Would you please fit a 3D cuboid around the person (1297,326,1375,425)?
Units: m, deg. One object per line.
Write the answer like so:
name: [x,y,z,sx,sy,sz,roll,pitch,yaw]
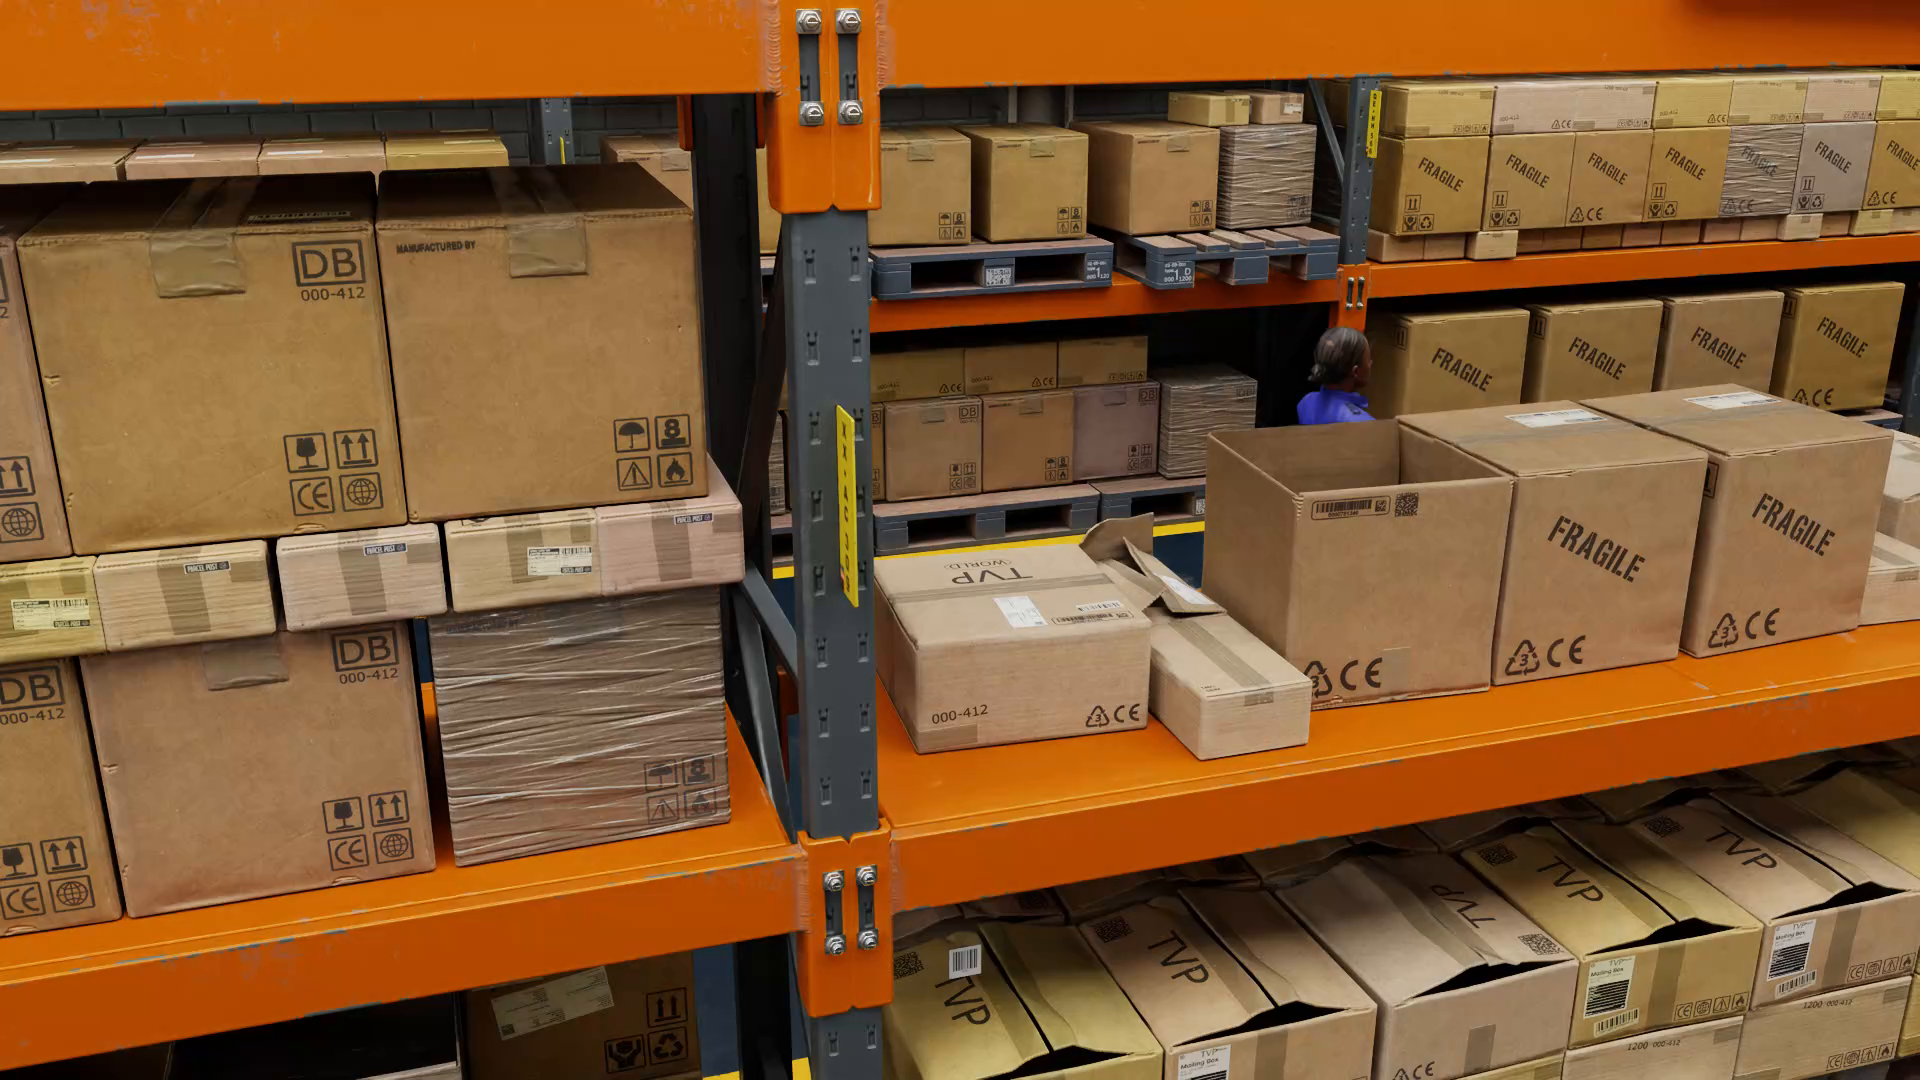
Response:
person: [1.447,0.040,5.979,0.518,1.650,0.451,-6,20,-16]
